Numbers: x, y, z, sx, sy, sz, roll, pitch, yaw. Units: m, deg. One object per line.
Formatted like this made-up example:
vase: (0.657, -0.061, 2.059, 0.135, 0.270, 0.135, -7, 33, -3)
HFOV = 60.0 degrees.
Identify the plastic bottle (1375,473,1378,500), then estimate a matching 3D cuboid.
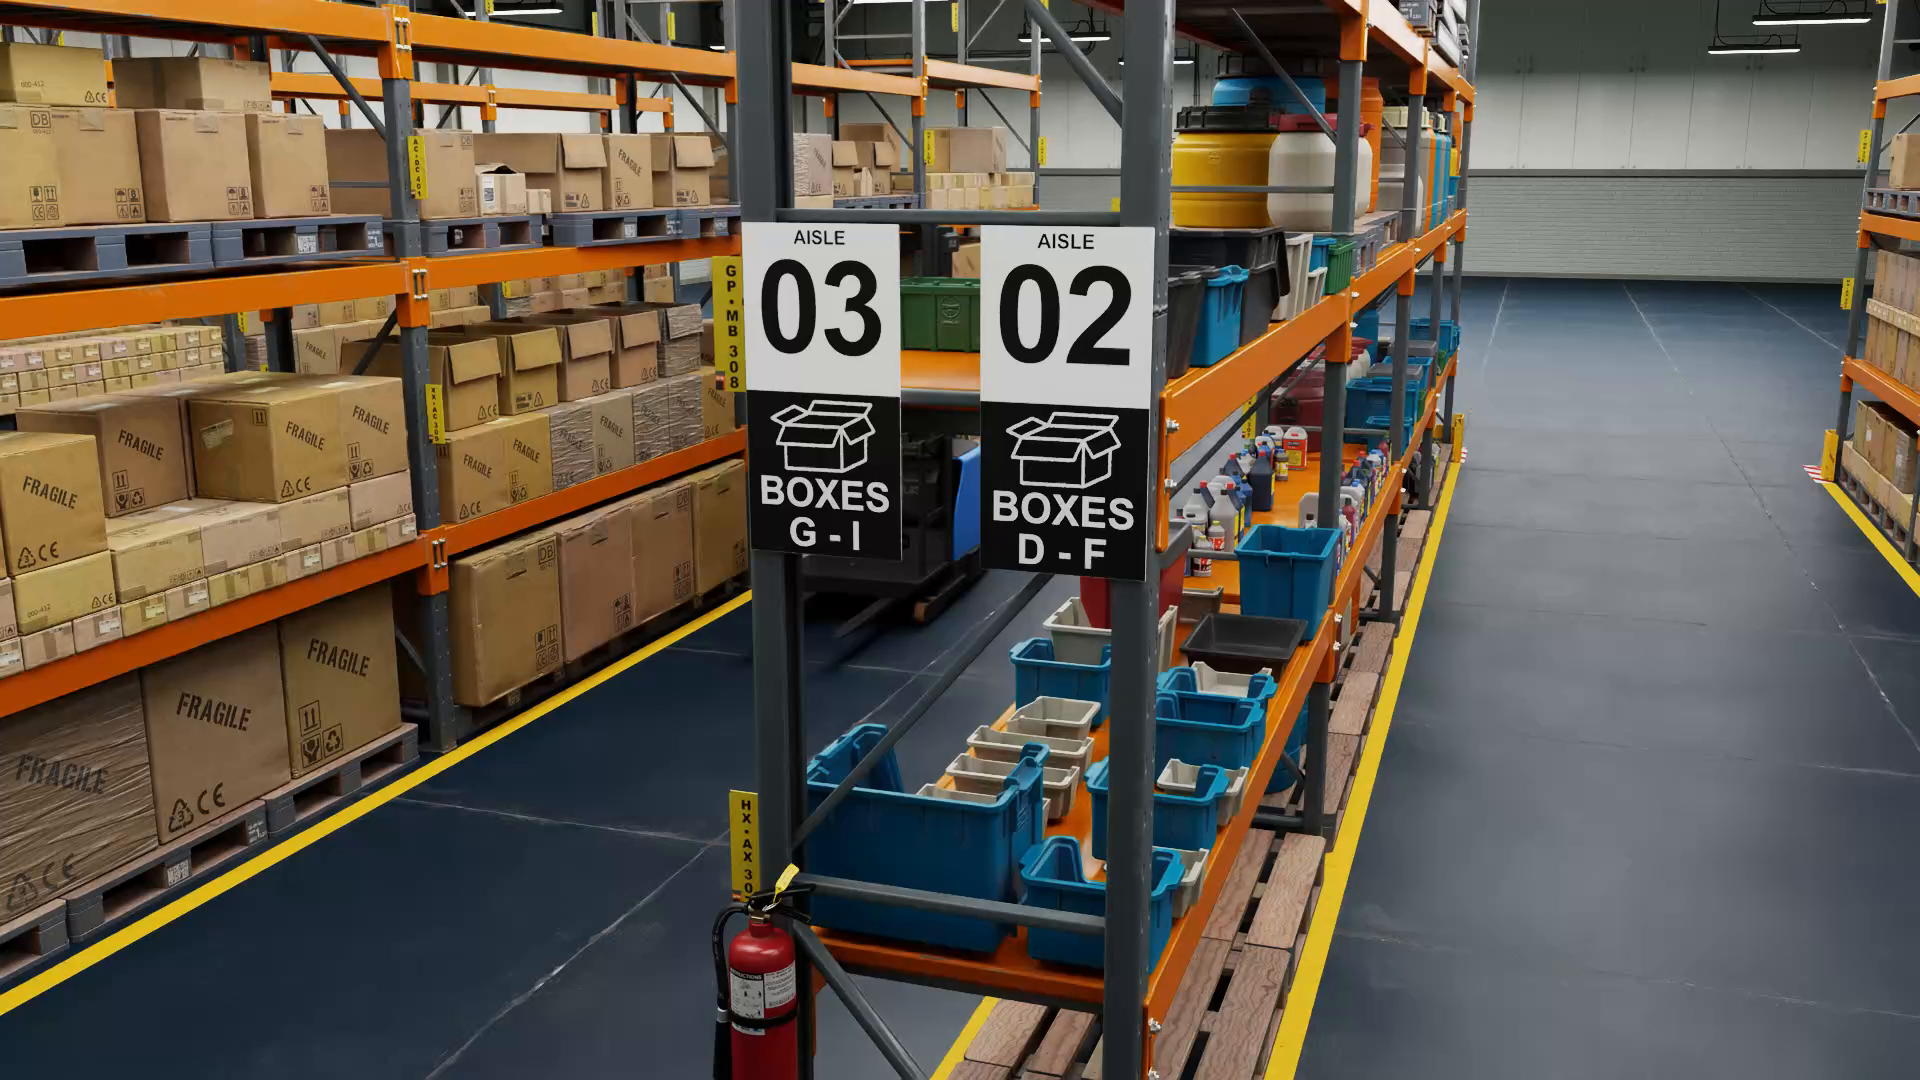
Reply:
plastic bottle: (2.519, -0.351, 10.231, 0.097, 0.201, 0.097, 0, 13, 0)

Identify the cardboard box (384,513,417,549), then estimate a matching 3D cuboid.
cardboard box: (-3.205, -0.062, 9.085, 0.380, 0.149, 0.250, 4, 14, 19)

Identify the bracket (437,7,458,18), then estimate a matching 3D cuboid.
bracket: (-10.603, -10.881, 34.348, 0.235, 0.232, 0.430, 4, 14, 18)

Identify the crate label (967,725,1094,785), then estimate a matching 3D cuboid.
crate label: (0.243, 0.720, 5.548, 0.396, 0.136, 0.243, 4, 14, 18)

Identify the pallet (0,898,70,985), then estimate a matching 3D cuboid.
pallet: (-4.526, 1.755, 6.824, 1.003, 0.211, 1.213, 4, 14, 18)

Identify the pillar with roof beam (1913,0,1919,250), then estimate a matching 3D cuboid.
pillar with roof beam: (20.752, -11.071, 43.270, 9.100, 9.000, 0.548, 4, 14, 18)

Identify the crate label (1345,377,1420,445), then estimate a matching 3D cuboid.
crate label: (3.141, -0.965, 12.396, 0.502, 0.435, 0.616, 4, 14, 18)

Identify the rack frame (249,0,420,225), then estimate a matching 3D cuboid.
rack frame: (-3.417, -3.197, 8.774, 1.000, 3.000, 0.127, 4, 14, 18)

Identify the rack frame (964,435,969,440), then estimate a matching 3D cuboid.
rack frame: (-0.116, -0.656, 14.490, 0.400, 1.500, 0.023, 4, 14, 18)

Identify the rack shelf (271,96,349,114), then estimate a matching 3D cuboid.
rack shelf: (-9.558, -5.664, 21.205, 1.077, 0.370, 4.000, 4, 14, 18)

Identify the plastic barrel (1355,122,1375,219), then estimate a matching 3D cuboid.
plastic barrel: (2.133, -2.107, 9.490, 0.433, 0.535, 0.433, 0, 13, 0)

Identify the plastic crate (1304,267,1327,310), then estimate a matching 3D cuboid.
plastic crate: (1.218, -0.955, 6.281, 0.293, 0.136, 0.466, 4, 14, 18)

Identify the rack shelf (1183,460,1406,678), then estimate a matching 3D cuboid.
rack shelf: (1.917, 0.014, 9.804, 1.077, 0.370, 4.000, 4, 14, 18)

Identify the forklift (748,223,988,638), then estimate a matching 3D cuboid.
forklift: (-0.667, -0.906, 12.369, 1.130, 2.935, 3.031, 4, 13, 17)

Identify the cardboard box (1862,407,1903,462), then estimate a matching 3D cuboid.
cardboard box: (9.145, -1.006, 16.207, 0.500, 0.500, 0.500, 4, 14, 18)

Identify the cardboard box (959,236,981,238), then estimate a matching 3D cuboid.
cardboard box: (0.030, -3.384, 19.934, 0.500, 0.500, 0.500, 4, 14, 18)

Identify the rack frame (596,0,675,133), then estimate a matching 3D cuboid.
rack frame: (-4.195, -6.102, 21.501, 1.000, 3.000, 0.127, 4, 14, 18)

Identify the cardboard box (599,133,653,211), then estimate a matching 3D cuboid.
cardboard box: (-2.448, -2.509, 11.330, 0.500, 0.500, 0.500, 5, 14, 21)

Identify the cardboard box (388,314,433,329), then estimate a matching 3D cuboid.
cardboard box: (-5.732, -2.042, 16.970, 0.500, 0.500, 0.500, 5, 14, 19)

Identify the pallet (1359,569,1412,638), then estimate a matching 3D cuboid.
pallet: (2.851, 0.441, 12.581, 1.003, 0.211, 1.213, 4, 14, 18)

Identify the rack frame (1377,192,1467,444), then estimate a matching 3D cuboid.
rack frame: (5.152, -2.443, 18.949, 1.000, 3.000, 0.127, 4, 14, 18)

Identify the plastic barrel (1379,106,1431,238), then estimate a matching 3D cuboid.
plastic barrel: (3.035, -2.622, 11.868, 0.600, 0.901, 0.600, 0, 13, 0)

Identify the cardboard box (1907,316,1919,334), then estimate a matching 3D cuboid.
cardboard box: (8.841, -1.948, 15.099, 0.380, 0.149, 0.250, 5, 14, 20)

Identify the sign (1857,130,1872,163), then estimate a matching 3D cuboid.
sign: (9.315, -4.054, 17.123, 0.100, 0.325, 0.005, 4, 14, 18)

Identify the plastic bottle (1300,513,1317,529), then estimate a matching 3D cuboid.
plastic bottle: (1.703, 0.049, 8.144, 0.144, 0.351, 0.185, 4, 14, 18)

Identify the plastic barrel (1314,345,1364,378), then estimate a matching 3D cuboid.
plastic barrel: (3.104, -1.327, 13.753, 0.433, 0.535, 0.433, 0, 13, 0)

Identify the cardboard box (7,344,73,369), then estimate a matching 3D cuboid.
cardboard box: (-7.013, -1.402, 12.675, 0.380, 0.149, 0.250, 5, 14, 20)

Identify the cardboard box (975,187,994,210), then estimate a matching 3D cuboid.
cardboard box: (0.060, -3.750, 18.272, 0.500, 0.250, 0.500, 4, 13, 17)

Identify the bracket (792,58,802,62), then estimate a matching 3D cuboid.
bracket: (-5.612, -14.128, 48.576, 0.076, 0.066, 4.783, 4, 14, 18)

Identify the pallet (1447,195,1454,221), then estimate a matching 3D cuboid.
pallet: (3.999, -3.130, 15.642, 1.213, 0.211, 1.003, 4, 14, 18)

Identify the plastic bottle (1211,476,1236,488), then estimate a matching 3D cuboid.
plastic bottle: (1.491, -0.222, 9.498, 0.152, 0.276, 0.135, 4, 14, 18)

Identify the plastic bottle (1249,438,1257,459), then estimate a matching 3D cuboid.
plastic bottle: (1.882, -0.511, 10.748, 0.061, 0.283, 0.133, 4, 14, 18)

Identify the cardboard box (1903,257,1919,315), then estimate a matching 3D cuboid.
cardboard box: (9.169, -2.335, 15.337, 0.700, 0.500, 0.500, 4, 14, 18)

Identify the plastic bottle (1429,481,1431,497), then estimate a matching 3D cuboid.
plastic bottle: (4.409, -0.508, 15.770, 0.097, 0.201, 0.097, 0, 13, 0)

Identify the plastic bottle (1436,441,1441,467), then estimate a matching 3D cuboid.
plastic bottle: (4.952, -0.889, 17.256, 0.061, 0.283, 0.133, 5, 14, 20)

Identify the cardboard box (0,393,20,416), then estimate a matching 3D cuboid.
cardboard box: (-7.182, -1.001, 12.252, 0.380, 0.149, 0.250, 4, 13, 16)

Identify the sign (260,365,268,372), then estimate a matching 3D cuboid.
sign: (-3.933, -0.835, 9.483, 0.100, 0.325, 0.005, 4, 14, 18)

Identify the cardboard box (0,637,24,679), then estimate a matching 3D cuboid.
cardboard box: (-4.036, 0.478, 6.717, 0.380, 0.149, 0.250, 4, 13, 18)

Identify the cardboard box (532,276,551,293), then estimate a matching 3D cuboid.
cardboard box: (-5.269, -3.134, 19.216, 0.875, 0.550, 0.550, 4, 14, 18)

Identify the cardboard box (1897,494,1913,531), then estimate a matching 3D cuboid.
cardboard box: (8.487, -0.221, 14.449, 0.500, 0.250, 0.500, 4, 14, 18)

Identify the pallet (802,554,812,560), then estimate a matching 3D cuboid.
pallet: (-1.868, 0.080, 14.162, 1.003, 0.211, 1.213, 4, 14, 18)

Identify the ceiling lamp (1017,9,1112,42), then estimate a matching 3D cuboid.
ceiling lamp: (2.308, -12.269, 35.401, 2.000, 3.185, 0.800, 4, 14, 18)

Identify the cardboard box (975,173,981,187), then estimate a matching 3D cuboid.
cardboard box: (0.006, -3.921, 18.125, 0.380, 0.149, 0.250, 5, 14, 20)

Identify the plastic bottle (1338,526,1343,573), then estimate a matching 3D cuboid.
plastic bottle: (1.887, 0.026, 8.422, 0.097, 0.271, 0.097, 0, 13, 0)

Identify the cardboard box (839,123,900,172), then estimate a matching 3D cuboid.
cardboard box: (-0.924, -3.970, 16.883, 0.500, 0.500, 0.500, 4, 13, 17)

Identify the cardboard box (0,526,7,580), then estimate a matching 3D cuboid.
cardboard box: (-4.138, -0.055, 6.470, 0.500, 0.500, 0.500, 4, 13, 17)

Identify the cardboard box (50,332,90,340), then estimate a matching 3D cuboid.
cardboard box: (-7.370, -1.618, 13.621, 0.380, 0.149, 0.250, 4, 13, 16)

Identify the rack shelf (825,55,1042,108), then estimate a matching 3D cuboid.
rack shelf: (-0.181, -4.951, 18.079, 1.077, 0.370, 4.000, 4, 14, 18)

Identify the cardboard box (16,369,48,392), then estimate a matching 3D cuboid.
cardboard box: (-7.095, -1.205, 12.477, 0.380, 0.149, 0.250, 4, 13, 17)

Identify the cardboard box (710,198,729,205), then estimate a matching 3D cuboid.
cardboard box: (-1.730, -2.585, 13.167, 0.500, 0.250, 0.500, 5, 14, 19)

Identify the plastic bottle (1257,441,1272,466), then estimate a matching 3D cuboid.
plastic bottle: (1.963, -0.503, 10.742, 0.097, 0.271, 0.097, 0, 13, 0)

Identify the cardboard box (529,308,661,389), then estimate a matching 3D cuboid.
cardboard box: (-2.588, -1.363, 11.739, 0.797, 0.503, 0.637, 5, 14, 20)

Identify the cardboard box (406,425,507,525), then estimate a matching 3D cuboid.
cardboard box: (-3.031, -0.400, 9.776, 0.500, 0.500, 0.500, 4, 14, 19)

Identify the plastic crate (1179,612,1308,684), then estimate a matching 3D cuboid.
plastic crate: (1.162, 0.444, 6.785, 0.437, 0.125, 0.590, 4, 14, 18)

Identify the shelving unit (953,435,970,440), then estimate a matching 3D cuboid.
shelving unit: (0.002, -0.733, 14.827, 0.431, 1.500, 0.755, 4, 14, 18)
